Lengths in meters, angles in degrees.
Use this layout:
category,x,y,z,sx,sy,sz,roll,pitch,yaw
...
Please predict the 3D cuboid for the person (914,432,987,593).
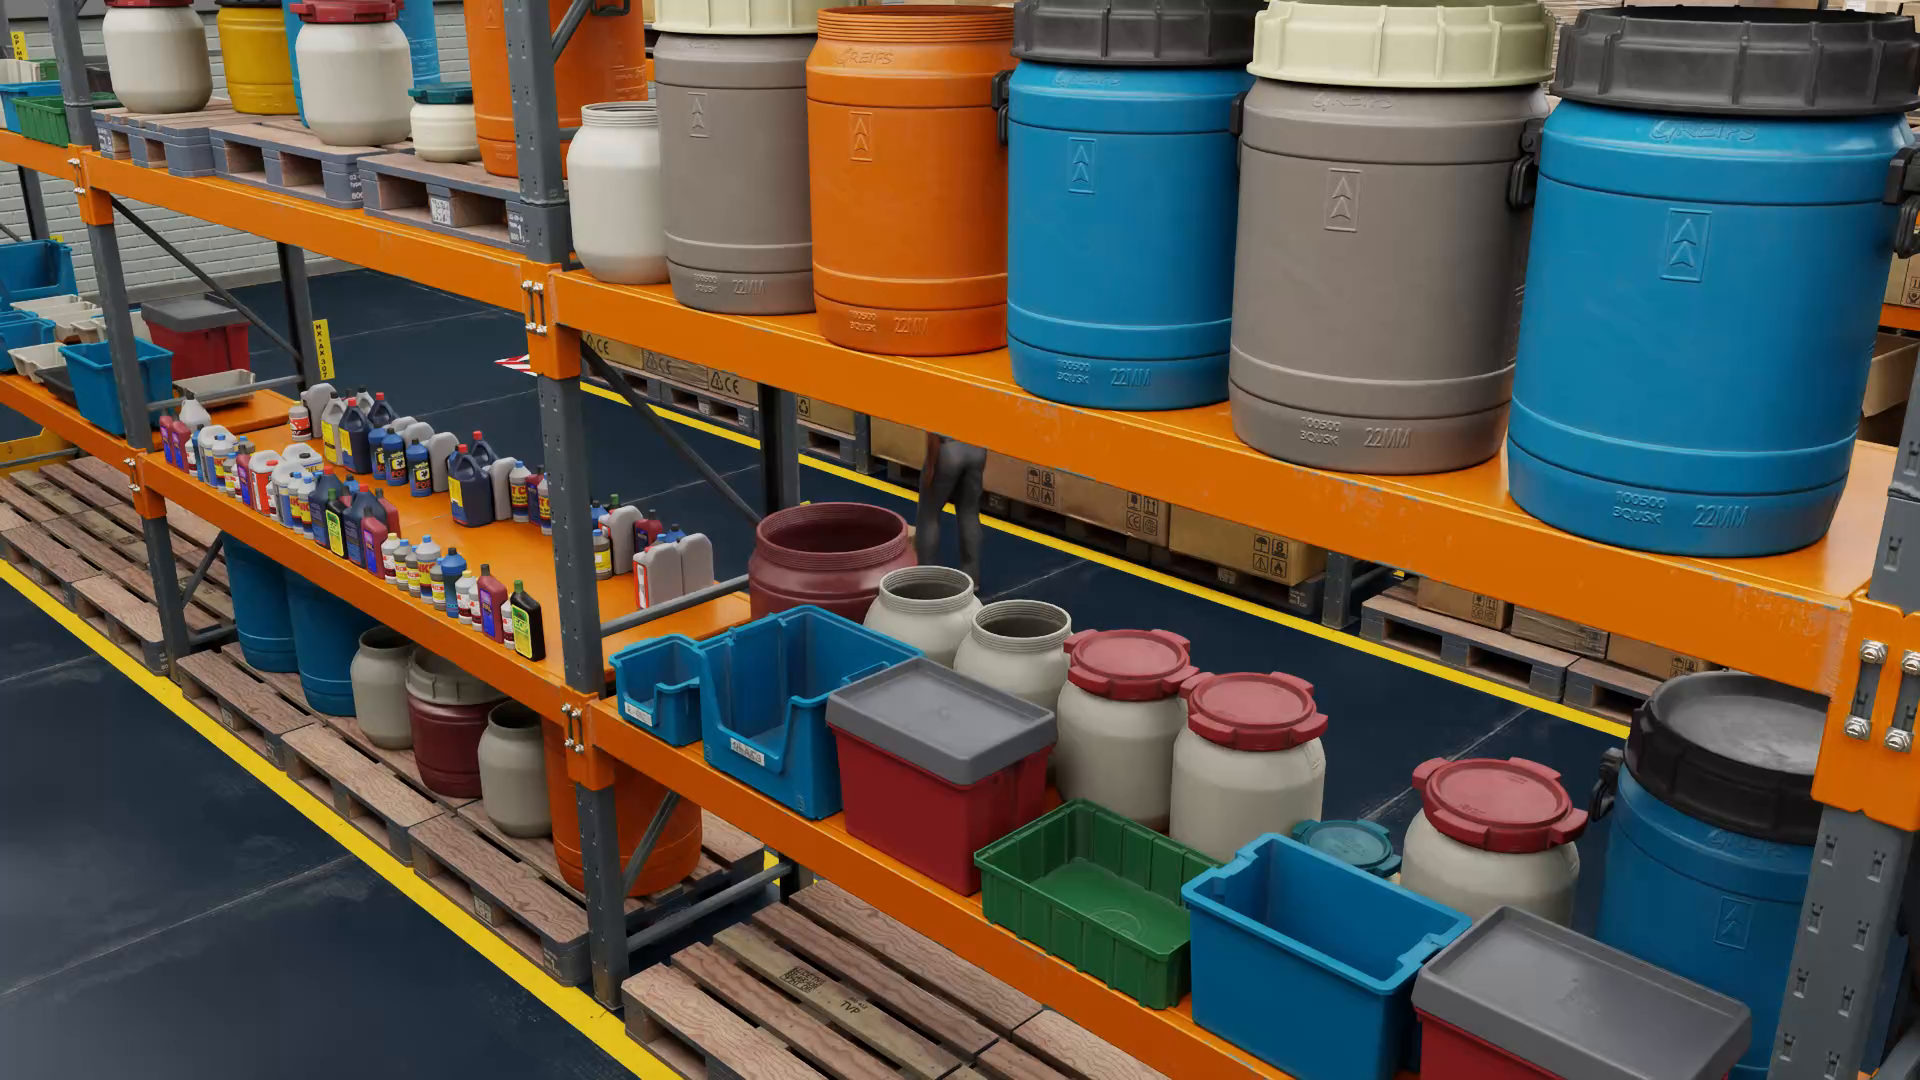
category,x,y,z,sx,sy,sz,roll,pitch,yaw
person,-0.089,-0.493,9.888,0.498,1.675,0.480,-16,26,-36
